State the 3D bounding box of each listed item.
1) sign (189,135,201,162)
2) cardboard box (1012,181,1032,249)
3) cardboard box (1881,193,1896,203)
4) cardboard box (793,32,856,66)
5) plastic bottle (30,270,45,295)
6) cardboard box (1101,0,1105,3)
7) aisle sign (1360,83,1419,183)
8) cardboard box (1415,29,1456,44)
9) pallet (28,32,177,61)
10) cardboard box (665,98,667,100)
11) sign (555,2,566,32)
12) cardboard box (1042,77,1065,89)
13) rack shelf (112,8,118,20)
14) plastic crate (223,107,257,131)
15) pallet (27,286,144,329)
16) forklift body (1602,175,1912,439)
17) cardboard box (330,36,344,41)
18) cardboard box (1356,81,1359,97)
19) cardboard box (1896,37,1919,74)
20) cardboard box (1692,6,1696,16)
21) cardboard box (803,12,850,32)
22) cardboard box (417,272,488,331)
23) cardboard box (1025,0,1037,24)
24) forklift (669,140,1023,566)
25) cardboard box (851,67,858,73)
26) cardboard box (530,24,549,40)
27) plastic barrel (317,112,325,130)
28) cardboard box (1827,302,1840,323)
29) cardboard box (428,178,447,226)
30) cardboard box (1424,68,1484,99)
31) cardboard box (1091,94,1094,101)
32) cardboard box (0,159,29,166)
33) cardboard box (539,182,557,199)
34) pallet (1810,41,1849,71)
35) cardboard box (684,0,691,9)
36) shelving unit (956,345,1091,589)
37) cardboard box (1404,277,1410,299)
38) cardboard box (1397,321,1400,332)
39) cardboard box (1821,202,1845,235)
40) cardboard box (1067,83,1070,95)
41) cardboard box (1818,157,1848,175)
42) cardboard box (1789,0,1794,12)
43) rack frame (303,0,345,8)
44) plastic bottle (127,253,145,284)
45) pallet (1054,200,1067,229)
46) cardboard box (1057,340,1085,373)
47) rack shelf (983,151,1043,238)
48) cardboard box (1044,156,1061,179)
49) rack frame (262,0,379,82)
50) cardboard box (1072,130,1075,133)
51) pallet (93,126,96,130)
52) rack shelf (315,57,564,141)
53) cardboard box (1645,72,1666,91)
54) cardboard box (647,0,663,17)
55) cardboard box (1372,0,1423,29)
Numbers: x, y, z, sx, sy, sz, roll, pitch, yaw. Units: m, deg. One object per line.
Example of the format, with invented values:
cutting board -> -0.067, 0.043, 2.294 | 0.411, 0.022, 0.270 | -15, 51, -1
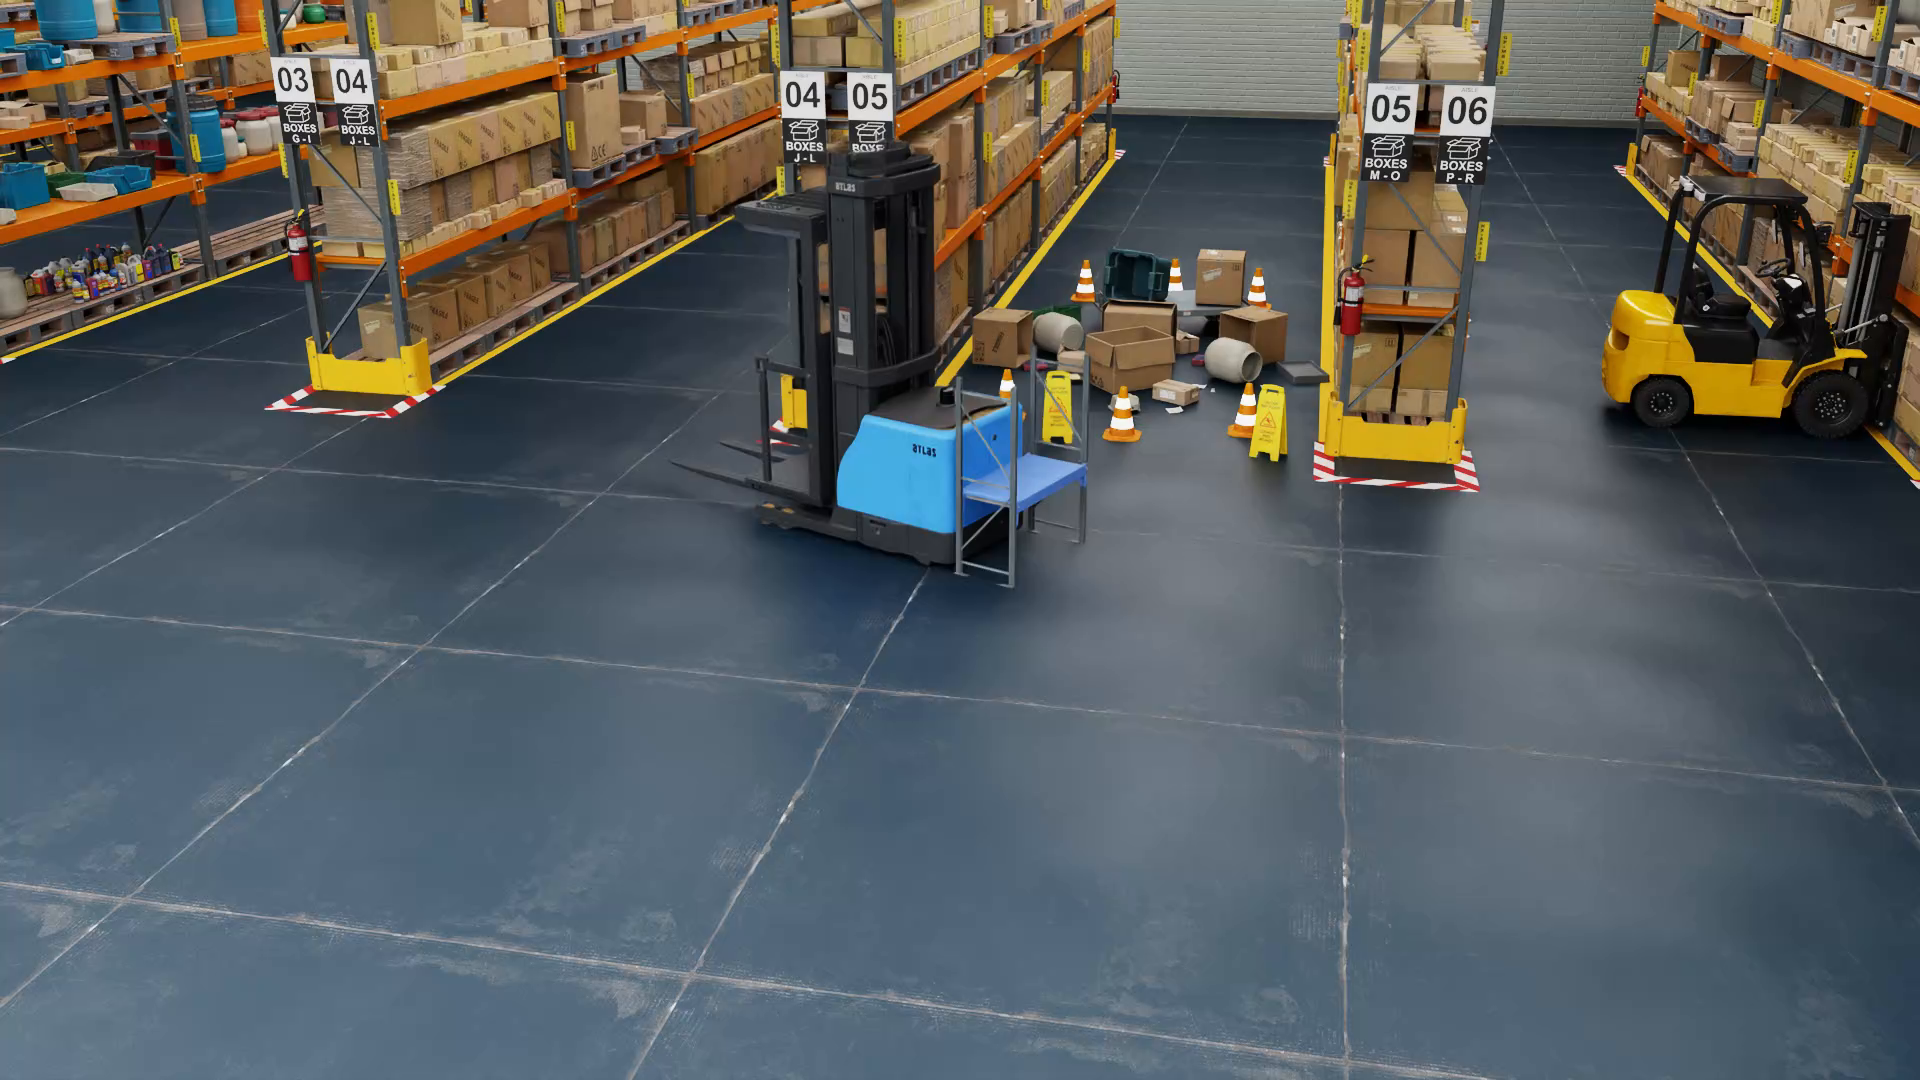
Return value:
sign -> -9.383, -4.807, 20.403 | 0.100, 0.325, 0.005 | 4, 22, 11
cardboard box -> 0.368, -4.330, 22.039 | 1.050, 0.750, 0.750 | 4, 22, 10
cardboard box -> 8.968, -3.188, 15.753 | 0.380, 0.149, 0.250 | 5, 22, 12
cardboard box -> -1.226, -4.370, 14.781 | 0.500, 0.250, 0.500 | 5, 22, 12
plastic bottle -> -10.712, -2.997, 19.338 | 0.152, 0.276, 0.135 | 5, 22, 11
cardboard box -> 2.078, -8.892, 27.103 | 0.500, 0.250, 0.500 | 5, 23, 13
aisle sign -> 3.518, -3.334, 13.636 | 0.394, 0.787, 0.004 | 4, 22, 11
cardboard box -> 4.661, -4.914, 16.294 | 0.380, 0.149, 0.250 | 5, 22, 12
pallet -> -9.971, -5.757, 19.370 | 1.213, 0.211, 1.003 | 4, 22, 11
cardboard box -> -4.397, -6.055, 23.740 | 0.500, 0.500, 0.500 | 5, 23, 13
sign -> -4.538, -5.939, 18.879 | 0.100, 0.325, 0.005 | 4, 22, 11
cardboard box -> 1.344, -6.761, 24.604 | 0.380, 0.149, 0.250 | 4, 22, 11
rack shelf -> -13.544, -8.355, 26.532 | 1.077, 0.370, 4.000 | 4, 22, 11
plastic crate -> -9.733, -5.649, 22.780 | 0.402, 0.464, 0.583 | 4, 22, 11
pallet -> -10.344, -2.741, 19.377 | 1.003, 0.211, 1.213 | 4, 22, 11
forklift body -> 7.275, -2.190, 15.413 | 2.313, 2.155, 1.214 | 4, 22, 11
cardboard box -> -12.141, -9.818, 31.745 | 0.500, 0.500, 0.500 | 4, 22, 10
cardboard box -> 3.978, -4.306, 15.851 | 0.380, 0.149, 0.250 | 4, 22, 10
cardboard box -> 9.082, -4.520, 15.469 | 0.500, 0.311, 0.500 | 5, 22, 12
cardboard box -> 11.078, -7.845, 24.639 | 0.380, 0.149, 0.250 | 4, 22, 11
cardboard box -> -1.211, -4.689, 15.038 | 0.380, 0.149, 0.250 | 5, 22, 12
cardboard box -> -5.509, -2.595, 18.066 | 0.500, 0.500, 0.500 | 7, 23, 16
cardboard box -> 0.661, -6.581, 20.586 | 0.500, 0.311, 0.500 | 4, 22, 11
forklift -> -1.006, -1.586, 12.868 | 3.031, 2.935, 1.130 | 15, 26, 32
cardboard box -> -1.160, -4.411, 15.415 | 0.380, 0.149, 0.250 | 5, 22, 11
cardboard box -> -4.854, -5.713, 18.675 | 0.380, 0.149, 0.250 | 5, 23, 13
plastic barrel -> -9.104, -5.847, 23.206 | 0.421, 0.512, 0.421 | 0, 22, 0
cardboard box -> 9.090, -2.212, 16.781 | 0.500, 0.250, 0.500 | 4, 22, 11
cardboard box -> -5.764, -3.459, 16.896 | 0.875, 0.500, 0.500 | 4, 22, 11
cardboard box -> 4.290, -3.935, 14.397 | 0.500, 0.250, 0.500 | 4, 22, 10
cardboard box -> 1.996, -7.305, 27.313 | 0.380, 0.149, 0.250 | 5, 23, 13
cardboard box -> -14.346, -5.577, 25.053 | 0.500, 0.311, 0.500 | 5, 23, 13
cardboard box -> -4.887, -4.039, 19.202 | 0.380, 0.149, 0.250 | 4, 22, 11
pallet -> 10.030, -5.317, 18.277 | 1.003, 0.211, 1.213 | 6, 23, 13
cardboard box -> -4.201, -7.672, 23.173 | 0.797, 0.503, 0.637 | 6, 23, 14
shelving unit -> 0.466, -0.556, 12.226 | 0.538, 1.500, 1.048 | 14, 26, 31
cardboard box -> 4.124, -2.214, 14.672 | 0.380, 0.149, 0.250 | 5, 22, 12
cardboard box -> 4.356, -1.870, 15.596 | 0.500, 0.500, 0.500 | 4, 22, 9
cardboard box -> 9.337, -3.349, 17.355 | 0.500, 0.250, 0.500 | 5, 22, 12
cardboard box -> 1.456, -6.817, 25.140 | 0.380, 0.149, 0.250 | 5, 22, 11
cardboard box -> 9.403, -3.991, 17.746 | 0.380, 0.149, 0.250 | 4, 22, 9
cardboard box -> 10.087, -6.470, 20.158 | 0.380, 0.149, 0.250 | 5, 23, 13
rack frame -> -9.104, -8.970, 23.080 | 1.000, 3.000, 0.127 | 4, 22, 11
plastic bottle -> -9.874, -3.254, 19.875 | 0.144, 0.351, 0.185 | 4, 22, 11
pallet -> 0.992, -4.832, 24.568 | 1.003, 0.211, 1.213 | 4, 22, 11
cardboard box -> 1.216, -1.894, 17.202 | 0.396, 0.266, 0.258 | 8, 23, 20
rack shelf -> 0.172, -4.329, 20.551 | 1.077, 0.370, 4.000 | 4, 22, 11
cardboard box -> 1.175, -5.377, 23.969 | 0.500, 0.250, 0.500 | 5, 22, 11
rack frame -> -5.887, -5.667, 14.878 | 1.000, 3.000, 0.127 | 4, 22, 11
cardboard box -> 1.835, -7.193, 29.156 | 0.380, 0.149, 0.250 | 5, 22, 12
pallet -> -17.256, -8.276, 33.121 | 1.003, 0.211, 1.213 | 4, 22, 11
rack shelf -> -5.479, -4.673, 17.389 | 1.077, 0.370, 4.000 | 4, 22, 11
cardboard box -> 11.583, -7.526, 27.328 | 0.500, 0.250, 0.500 | 5, 22, 11
cardboard box -> -4.201, -7.097, 21.643 | 0.500, 0.500, 0.500 | 4, 22, 11
cardboard box -> 4.624, -5.562, 17.602 | 0.500, 0.250, 0.500 | 5, 22, 12
